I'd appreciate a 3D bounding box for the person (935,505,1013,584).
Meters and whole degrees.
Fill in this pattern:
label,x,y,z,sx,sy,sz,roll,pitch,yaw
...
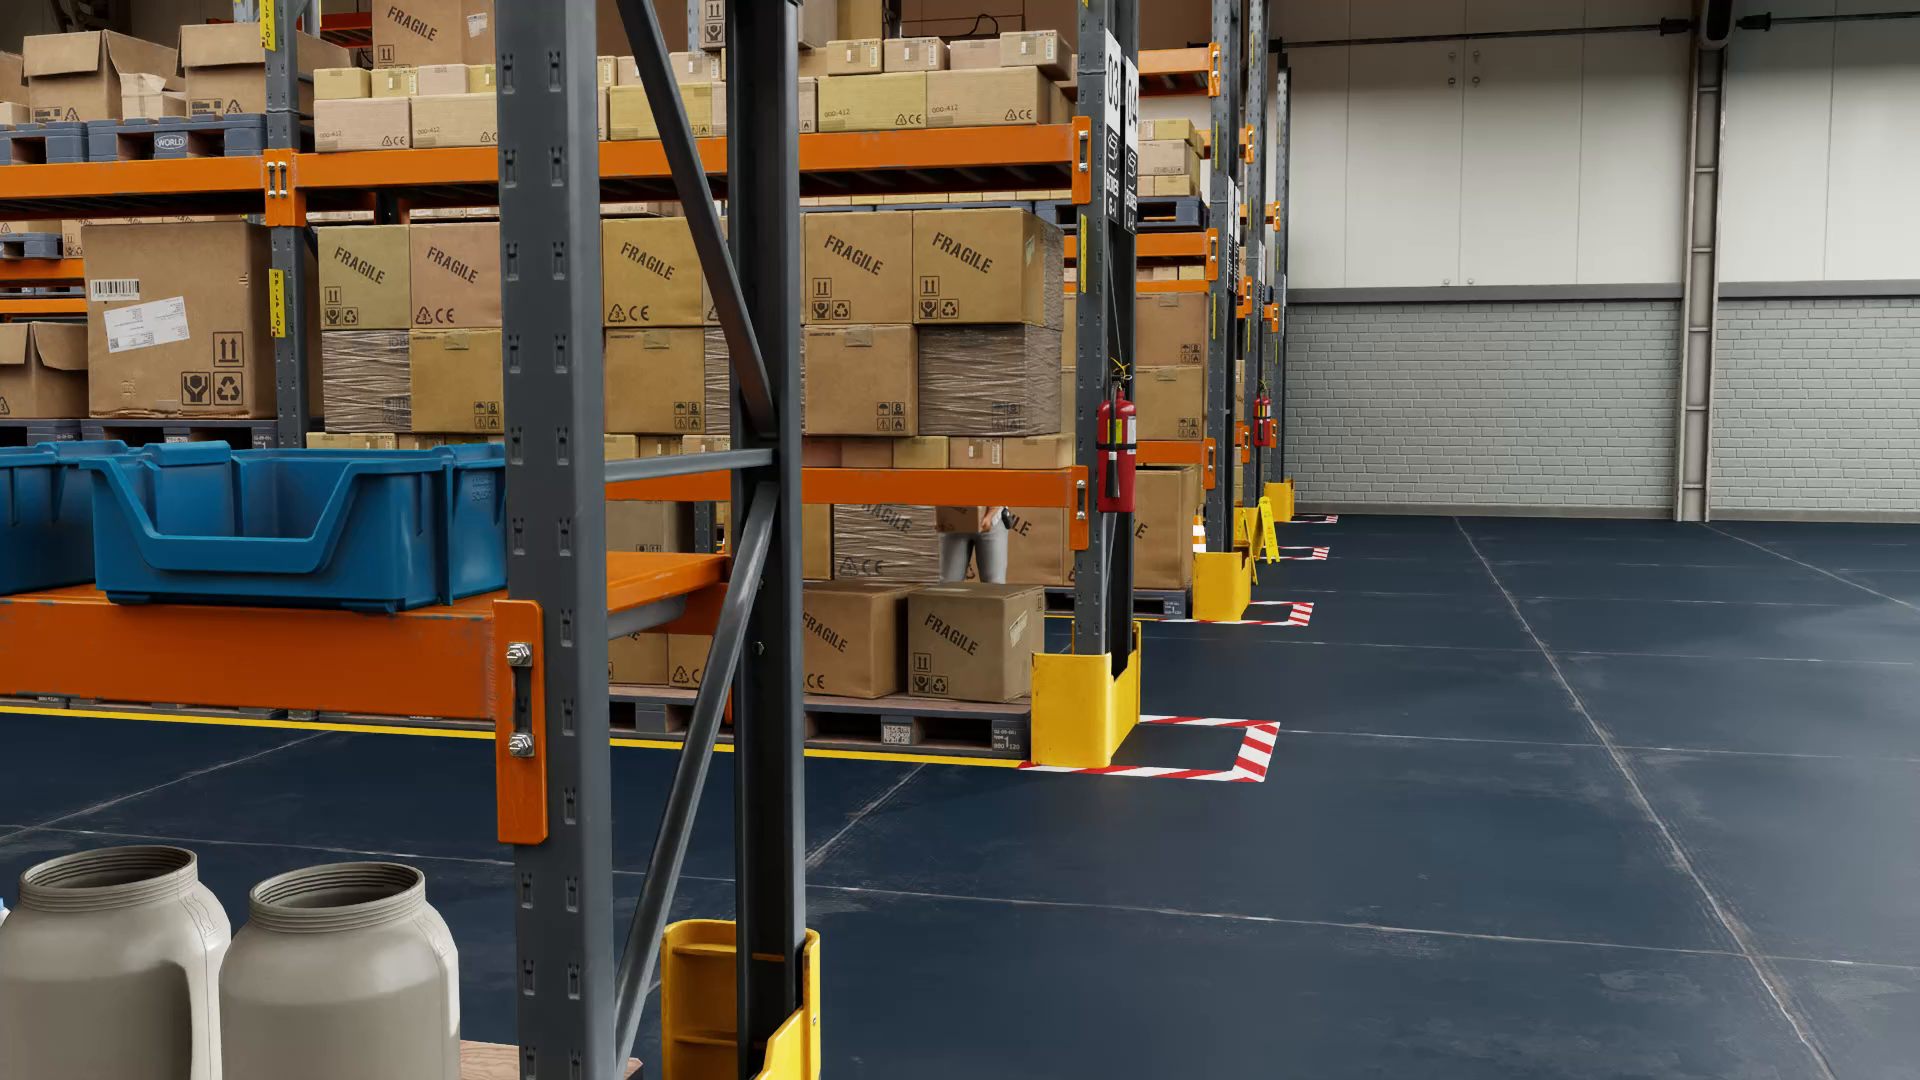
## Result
label,x,y,z,sx,sy,sz,roll,pitch,yaw
person,0.068,-0.034,9.718,0.453,1.653,0.541,1,5,14
